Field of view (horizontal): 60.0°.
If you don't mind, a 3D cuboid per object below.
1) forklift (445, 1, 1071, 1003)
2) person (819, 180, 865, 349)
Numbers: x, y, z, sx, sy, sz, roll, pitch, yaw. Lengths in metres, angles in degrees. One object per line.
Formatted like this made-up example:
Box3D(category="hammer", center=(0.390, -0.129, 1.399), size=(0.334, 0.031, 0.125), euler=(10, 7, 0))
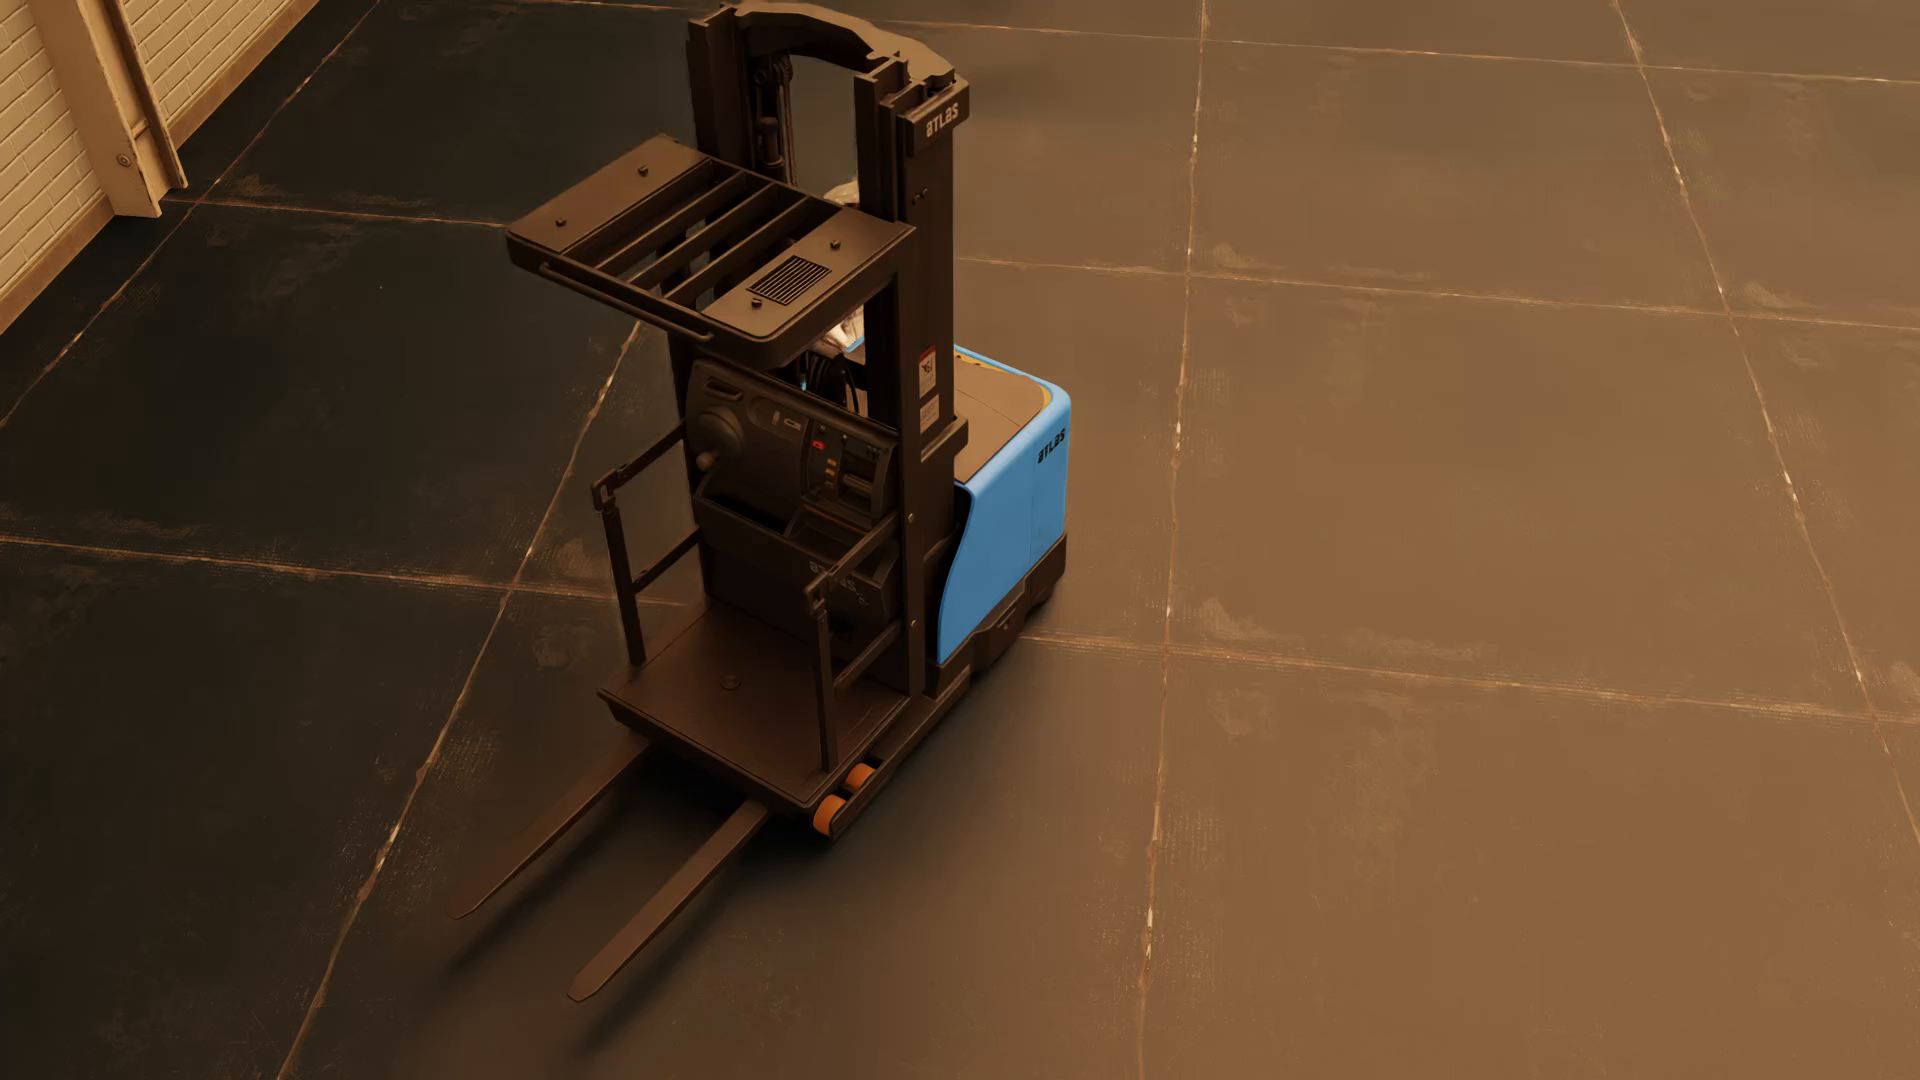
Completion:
Box3D(category="forklift", center=(-0.759, -0.274, 6.023), size=(1.130, 2.935, 3.031), euler=(25, 48, 24))
Box3D(category="person", center=(-0.293, -0.966, 7.809), size=(0.766, 1.523, 0.990), euler=(19, 46, 19))
